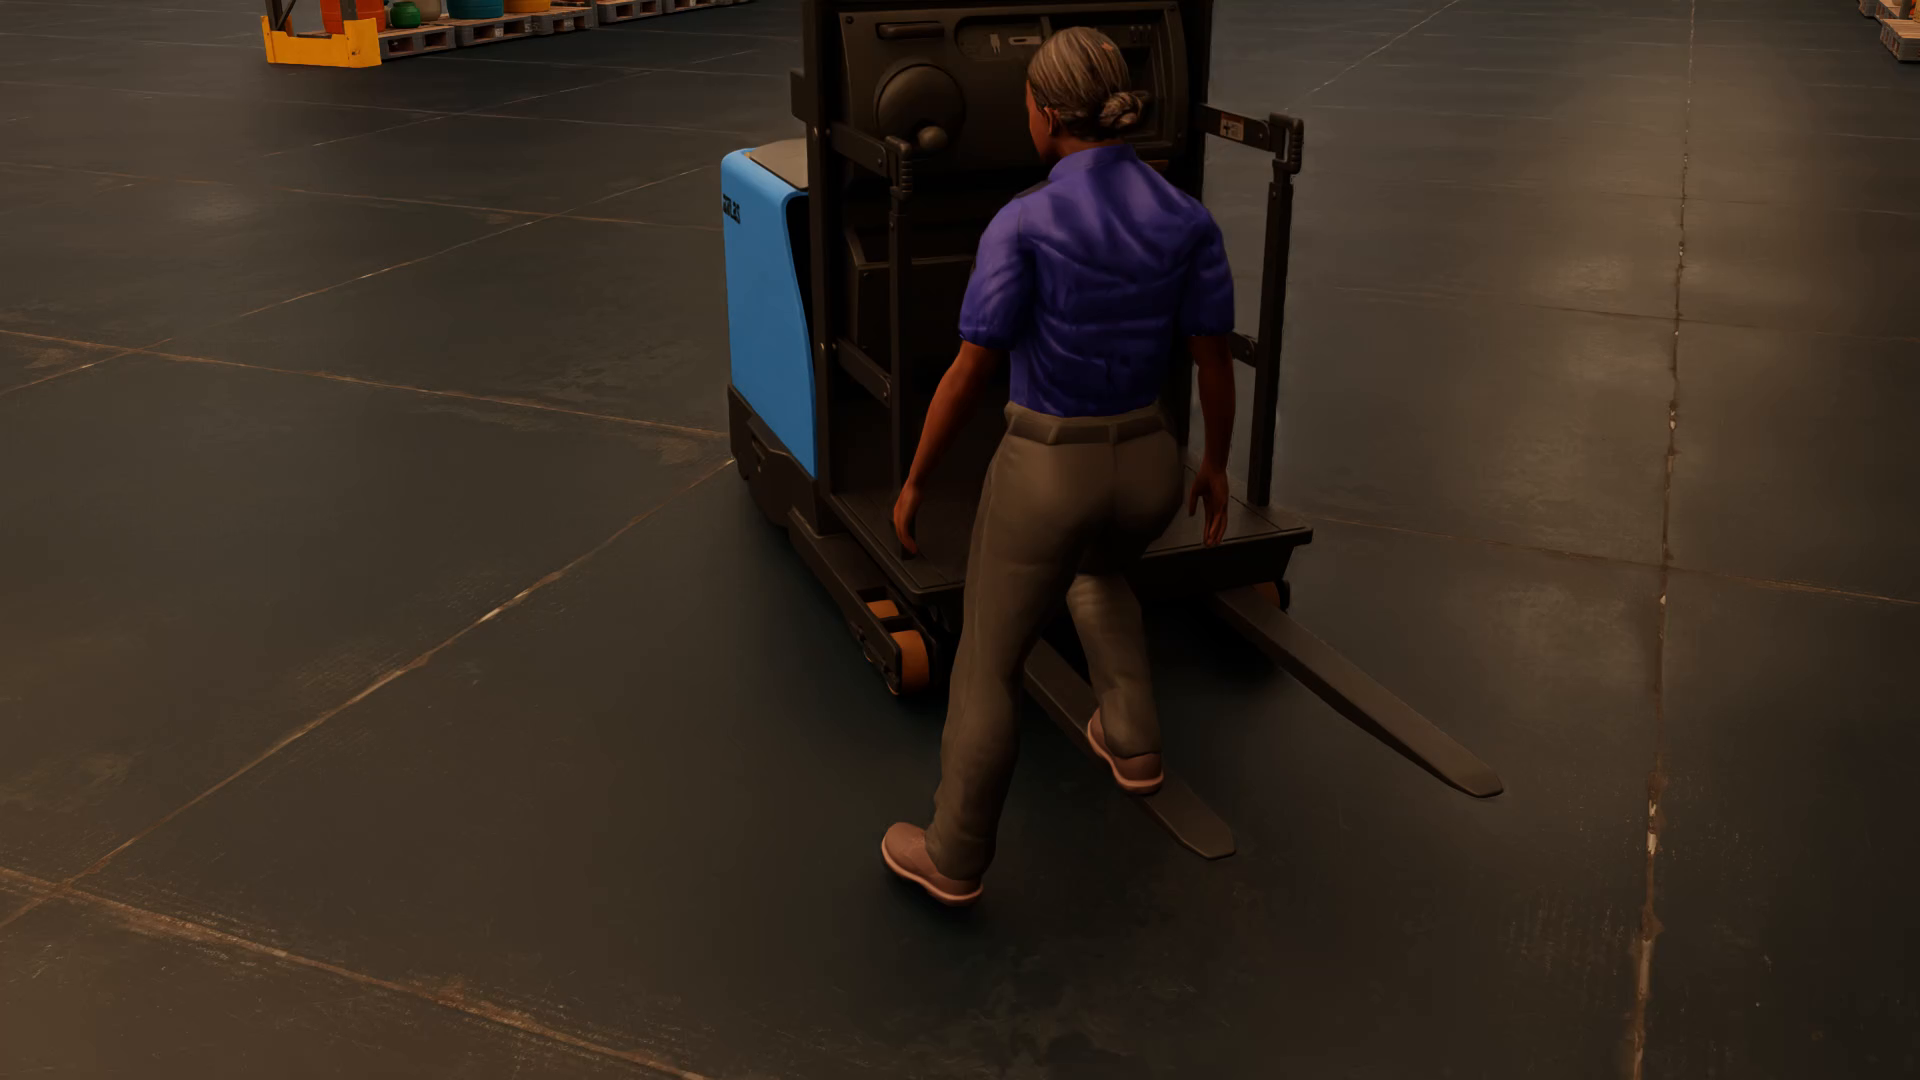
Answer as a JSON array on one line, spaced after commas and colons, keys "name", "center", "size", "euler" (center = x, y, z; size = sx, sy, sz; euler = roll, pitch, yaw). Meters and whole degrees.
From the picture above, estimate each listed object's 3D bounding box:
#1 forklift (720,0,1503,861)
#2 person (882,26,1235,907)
[{"name": "forklift", "center": [0.229, -1.144, 4.030], "size": [1.130, 2.935, 3.031], "euler": [-8, 24, -19]}, {"name": "person", "center": [0.179, -0.116, 3.161], "size": [0.670, 1.633, 0.458], "euler": [-10, 25, -23]}]
